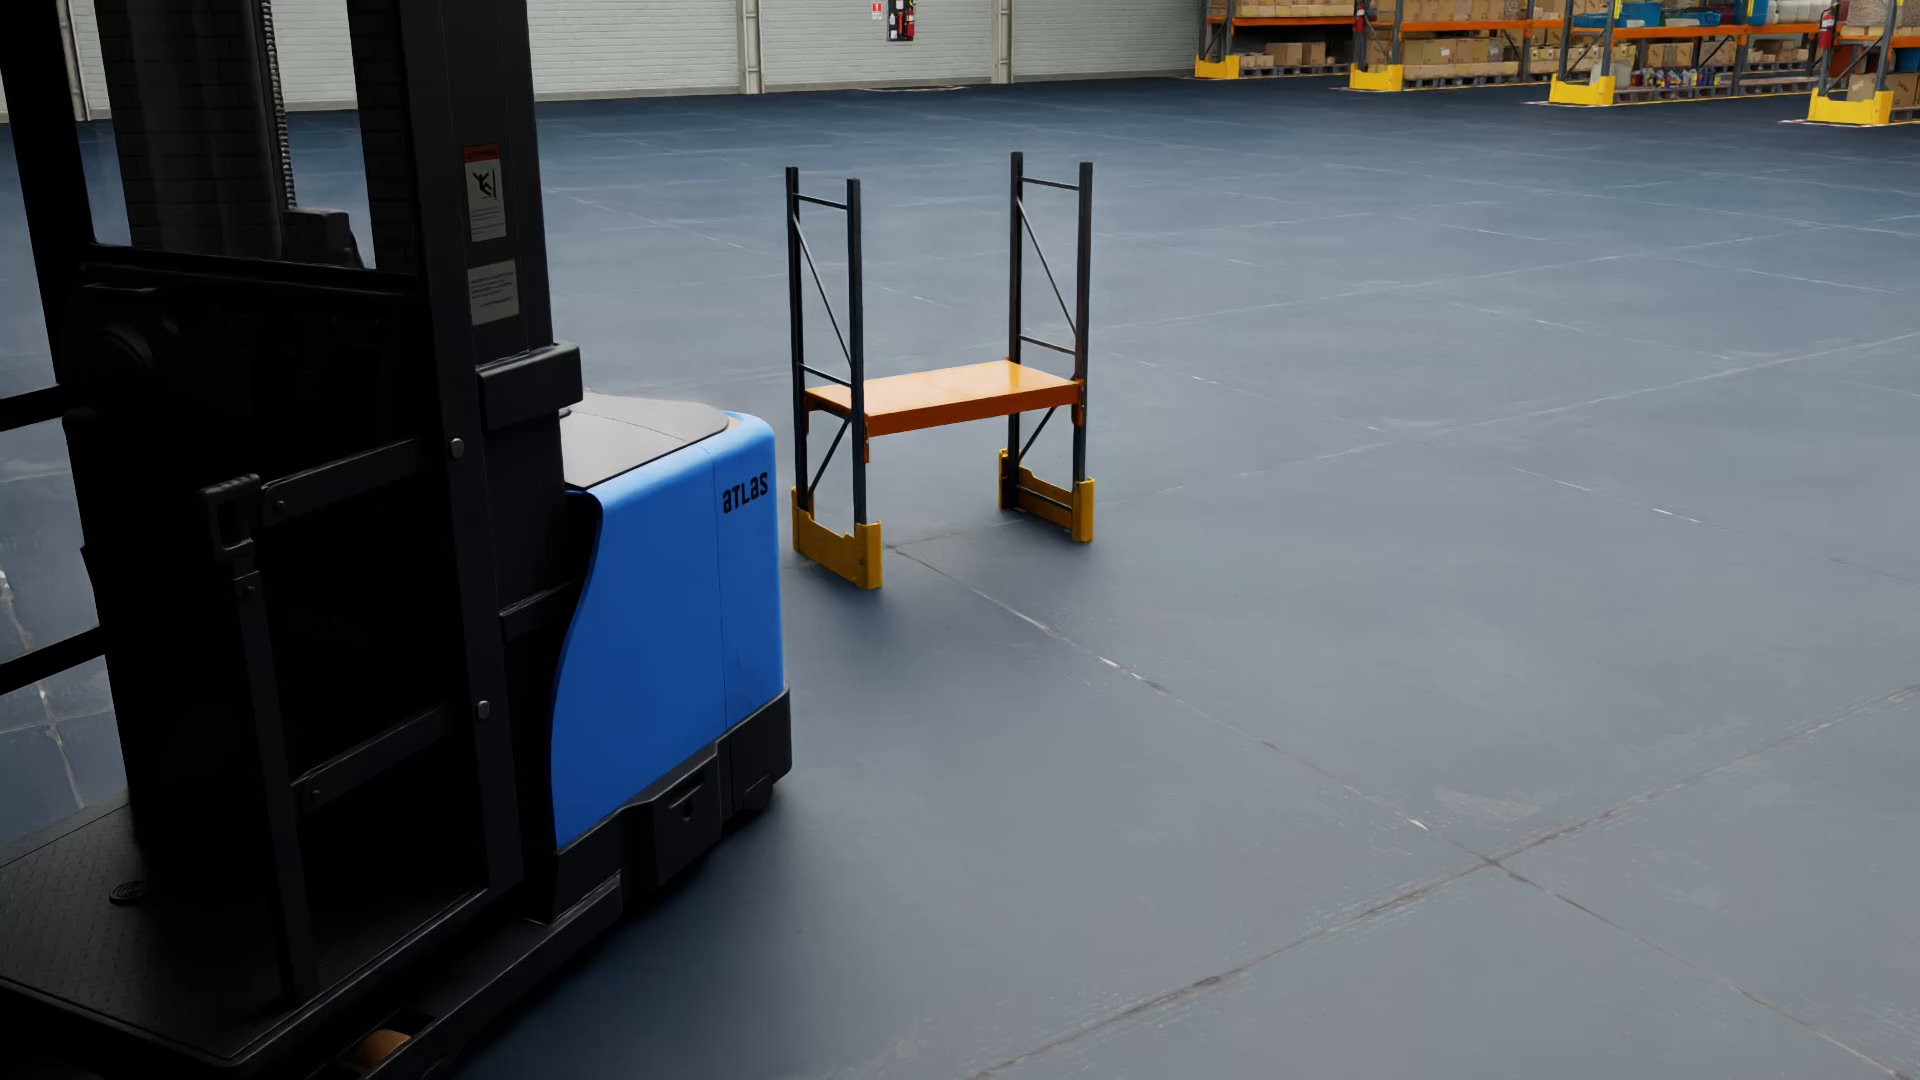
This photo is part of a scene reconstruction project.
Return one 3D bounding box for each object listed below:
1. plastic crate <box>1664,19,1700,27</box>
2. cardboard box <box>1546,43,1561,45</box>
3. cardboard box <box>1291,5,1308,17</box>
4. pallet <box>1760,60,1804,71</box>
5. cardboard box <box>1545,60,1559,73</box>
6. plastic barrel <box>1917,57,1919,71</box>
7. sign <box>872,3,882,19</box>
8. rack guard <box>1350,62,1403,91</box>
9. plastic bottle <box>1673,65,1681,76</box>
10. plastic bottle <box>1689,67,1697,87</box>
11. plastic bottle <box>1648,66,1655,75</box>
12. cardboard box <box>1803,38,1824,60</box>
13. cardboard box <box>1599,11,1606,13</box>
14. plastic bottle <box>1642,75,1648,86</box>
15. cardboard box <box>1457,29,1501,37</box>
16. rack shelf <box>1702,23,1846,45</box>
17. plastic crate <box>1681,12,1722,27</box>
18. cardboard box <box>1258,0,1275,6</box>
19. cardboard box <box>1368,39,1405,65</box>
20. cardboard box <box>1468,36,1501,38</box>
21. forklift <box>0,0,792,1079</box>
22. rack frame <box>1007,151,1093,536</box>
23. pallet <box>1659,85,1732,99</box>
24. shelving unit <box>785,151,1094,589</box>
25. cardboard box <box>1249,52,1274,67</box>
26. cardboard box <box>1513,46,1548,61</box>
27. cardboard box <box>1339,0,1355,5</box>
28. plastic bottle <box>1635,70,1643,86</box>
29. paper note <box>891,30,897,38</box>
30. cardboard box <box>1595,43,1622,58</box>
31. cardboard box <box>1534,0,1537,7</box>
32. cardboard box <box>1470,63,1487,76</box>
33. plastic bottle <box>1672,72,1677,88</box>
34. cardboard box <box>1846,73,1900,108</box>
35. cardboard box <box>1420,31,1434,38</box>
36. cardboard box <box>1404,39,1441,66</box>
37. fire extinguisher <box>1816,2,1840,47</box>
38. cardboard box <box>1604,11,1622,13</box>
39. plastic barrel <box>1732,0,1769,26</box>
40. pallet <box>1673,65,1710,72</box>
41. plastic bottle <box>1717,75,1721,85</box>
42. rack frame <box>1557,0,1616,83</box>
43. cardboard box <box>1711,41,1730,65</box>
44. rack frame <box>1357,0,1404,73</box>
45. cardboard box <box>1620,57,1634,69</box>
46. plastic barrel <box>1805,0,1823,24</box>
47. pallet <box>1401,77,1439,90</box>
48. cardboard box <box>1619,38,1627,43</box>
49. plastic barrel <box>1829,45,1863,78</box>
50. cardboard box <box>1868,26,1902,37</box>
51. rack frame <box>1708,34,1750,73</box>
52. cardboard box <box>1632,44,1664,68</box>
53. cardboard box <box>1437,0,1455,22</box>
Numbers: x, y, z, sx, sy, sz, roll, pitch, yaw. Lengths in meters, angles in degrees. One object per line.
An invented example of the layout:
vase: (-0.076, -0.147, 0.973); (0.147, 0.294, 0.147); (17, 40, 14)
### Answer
plastic crate: (13.381, -9.577, 30.800); (0.437, 0.136, 0.530); (-12, 22, -31)
cardboard box: (13.328, -10.959, 37.240); (0.500, 0.311, 0.500); (-12, 22, -32)
cardboard box: (7.668, -12.212, 38.387); (0.500, 0.250, 0.500); (-12, 22, -31)
pallet: (20.152, -11.806, 41.337); (1.213, 0.211, 1.003); (-12, 22, -31)
cardboard box: (12.777, -10.372, 36.378); (0.500, 0.250, 0.500); (-11, 22, -30)
plastic barrel: (20.815, -10.578, 35.971); (0.708, 0.901, 0.600); (-12, 22, -31)
sign: (-1.697, -10.821, 34.012); (0.234, 0.329, 0.001); (-12, 22, -31)
rack guard: (8.516, -9.488, 34.029); (0.348, 0.500, 1.175); (-12, 22, -31)
plastic bottle: (13.774, -8.939, 31.952); (0.185, 0.351, 0.144); (-12, 22, -31)
plastic bottle: (13.788, -8.728, 31.326); (0.185, 0.351, 0.144); (-12, 22, -32)
plastic bottle: (13.182, -8.870, 31.746); (0.185, 0.351, 0.144); (-12, 22, -32)
cardboard box: (21.580, -12.357, 41.829); (0.500, 0.500, 0.500); (-12, 22, -31)
cardboard box: (14.183, -11.727, 37.141); (0.250, 0.149, 0.380); (-10, 21, -27)
plastic bottle: (12.975, -8.706, 31.495); (0.097, 0.201, 0.097); (0, 19, 0)
cardboard box: (13.176, -12.685, 42.283); (0.750, 0.750, 0.750); (-12, 22, -32)
rack shelf: (16.268, -10.067, 32.962); (4.000, 0.370, 1.077); (-12, 22, -31)
plastic crate: (13.823, -9.717, 31.037); (0.616, 0.251, 0.499); (-12, 22, -31)
cardboard box: (6.790, -12.383, 37.720); (0.500, 0.500, 0.500); (-12, 22, -31)
cardboard box: (8.820, -10.102, 34.409); (0.500, 0.500, 0.500); (-12, 22, -31)
cardboard box: (11.317, -10.635, 35.985); (0.500, 0.500, 0.500); (-12, 22, -31)
forklift: (-1.558, -0.338, 3.169); (1.130, 2.935, 3.031); (9, 21, 24)
rack frame: (0.353, -0.785, 6.725); (0.032, 1.500, 0.500); (-12, 22, -31)
pallet: (14.014, -8.627, 31.934); (1.213, 0.211, 1.003); (-12, 22, -31)
shelving unit: (-0.064, -0.697, 6.465); (1.083, 1.500, 0.587); (-12, 22, -31)
cardboard box: (6.912, -11.134, 38.505); (0.500, 0.311, 0.500); (-10, 21, -27)
cardboard box: (12.359, -10.549, 36.027); (0.500, 0.311, 0.500); (-12, 22, -31)
cardboard box: (8.924, -12.833, 39.053); (0.500, 0.500, 0.500); (-12, 22, -32)
plastic bottle: (12.834, -8.722, 31.414); (0.133, 0.283, 0.061); (-12, 22, -31)
paper note: (-1.365, -10.444, 34.328); (0.142, 0.148, 0.016); (-12, 22, -31)
cardboard box: (14.485, -10.996, 37.349); (0.500, 0.311, 0.500); (-12, 22, -32)
cardboard box: (14.738, -13.985, 42.776); (0.500, 0.500, 0.500); (-12, 22, -31)
cardboard box: (10.777, -9.960, 35.159); (0.500, 0.250, 0.500); (-12, 22, -31)
plastic bottle: (13.312, -8.581, 31.016); (0.097, 0.271, 0.097); (0, 19, 0)
cardboard box: (14.512, -7.146, 26.447); (0.500, 0.500, 0.500); (-8, 20, -21)
cardboard box: (11.406, -12.565, 41.273); (0.500, 0.250, 0.500); (-11, 22, -30)
cardboard box: (9.522, -10.052, 34.260); (0.500, 0.500, 0.500); (-12, 22, -31)
fire extinguisher: (13.632, -8.092, 26.119); (0.183, 0.674, 0.296); (-12, 22, -31)
cardboard box: (14.618, -11.734, 37.163); (0.250, 0.149, 0.380); (-12, 22, -31)
plastic barrel: (15.087, -10.280, 31.686); (0.708, 0.901, 0.600); (-12, 22, -31)
pallet: (16.879, -11.099, 39.247); (1.213, 0.211, 1.003); (-12, 22, -31)
plastic bottle: (14.466, -8.791, 31.747); (0.097, 0.201, 0.097); (0, 19, 0)
rack frame: (11.257, -9.351, 29.720); (0.127, 3.000, 1.000); (-12, 22, -31)
cardboard box: (17.886, -11.566, 39.489); (0.500, 0.500, 0.500); (-12, 22, -31)
rack frame: (8.536, -10.676, 33.641); (0.127, 3.000, 1.000); (-12, 22, -31)
cardboard box: (14.912, -10.824, 37.716); (0.500, 0.250, 0.500); (-11, 22, -30)
plastic barrel: (16.845, -10.500, 32.946); (0.421, 0.512, 0.421); (0, 19, 0)
pallet: (9.151, -9.501, 34.520); (1.213, 0.211, 1.003); (-12, 22, -31)
cardboard box: (17.804, -13.507, 45.261); (0.500, 0.500, 0.700); (-13, 22, -33)
plastic barrel: (18.337, -10.022, 34.437); (0.708, 0.830, 0.600); (-12, 22, -31)
cardboard box: (14.350, -7.893, 25.802); (0.250, 0.149, 0.380); (-12, 22, -31)
rack frame: (18.558, -12.790, 39.894); (0.127, 3.000, 1.000); (-12, 22, -31)
cardboard box: (15.754, -11.114, 38.150); (0.500, 0.500, 0.500); (-11, 22, -29)
cardboard box: (9.786, -10.982, 34.390); (0.500, 0.500, 0.700); (-12, 22, -31)
